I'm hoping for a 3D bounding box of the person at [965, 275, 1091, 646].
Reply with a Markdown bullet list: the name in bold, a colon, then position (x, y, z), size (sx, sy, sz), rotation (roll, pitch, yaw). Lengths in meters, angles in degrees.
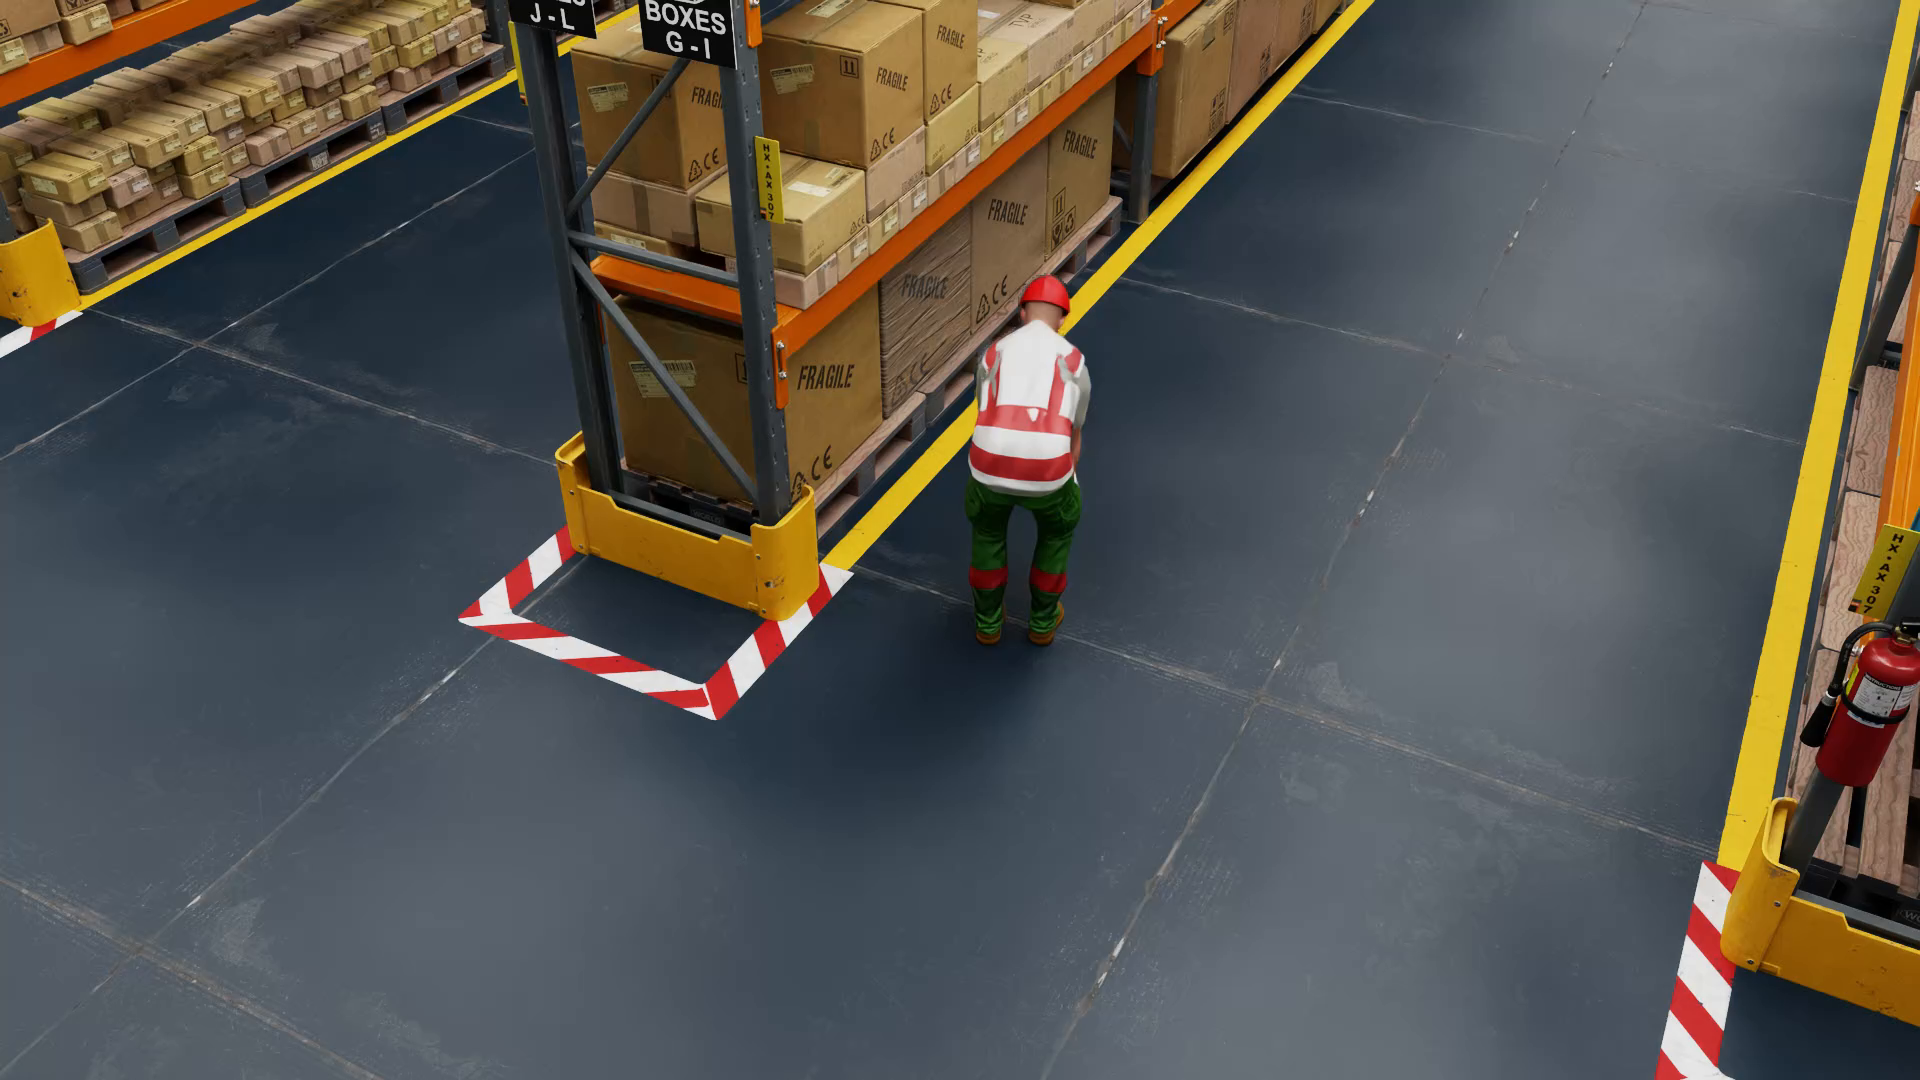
- **person**: position (0.288, -0.297, 6.832), size (0.478, 1.401, 0.887), rotation (7, 38, 9)
